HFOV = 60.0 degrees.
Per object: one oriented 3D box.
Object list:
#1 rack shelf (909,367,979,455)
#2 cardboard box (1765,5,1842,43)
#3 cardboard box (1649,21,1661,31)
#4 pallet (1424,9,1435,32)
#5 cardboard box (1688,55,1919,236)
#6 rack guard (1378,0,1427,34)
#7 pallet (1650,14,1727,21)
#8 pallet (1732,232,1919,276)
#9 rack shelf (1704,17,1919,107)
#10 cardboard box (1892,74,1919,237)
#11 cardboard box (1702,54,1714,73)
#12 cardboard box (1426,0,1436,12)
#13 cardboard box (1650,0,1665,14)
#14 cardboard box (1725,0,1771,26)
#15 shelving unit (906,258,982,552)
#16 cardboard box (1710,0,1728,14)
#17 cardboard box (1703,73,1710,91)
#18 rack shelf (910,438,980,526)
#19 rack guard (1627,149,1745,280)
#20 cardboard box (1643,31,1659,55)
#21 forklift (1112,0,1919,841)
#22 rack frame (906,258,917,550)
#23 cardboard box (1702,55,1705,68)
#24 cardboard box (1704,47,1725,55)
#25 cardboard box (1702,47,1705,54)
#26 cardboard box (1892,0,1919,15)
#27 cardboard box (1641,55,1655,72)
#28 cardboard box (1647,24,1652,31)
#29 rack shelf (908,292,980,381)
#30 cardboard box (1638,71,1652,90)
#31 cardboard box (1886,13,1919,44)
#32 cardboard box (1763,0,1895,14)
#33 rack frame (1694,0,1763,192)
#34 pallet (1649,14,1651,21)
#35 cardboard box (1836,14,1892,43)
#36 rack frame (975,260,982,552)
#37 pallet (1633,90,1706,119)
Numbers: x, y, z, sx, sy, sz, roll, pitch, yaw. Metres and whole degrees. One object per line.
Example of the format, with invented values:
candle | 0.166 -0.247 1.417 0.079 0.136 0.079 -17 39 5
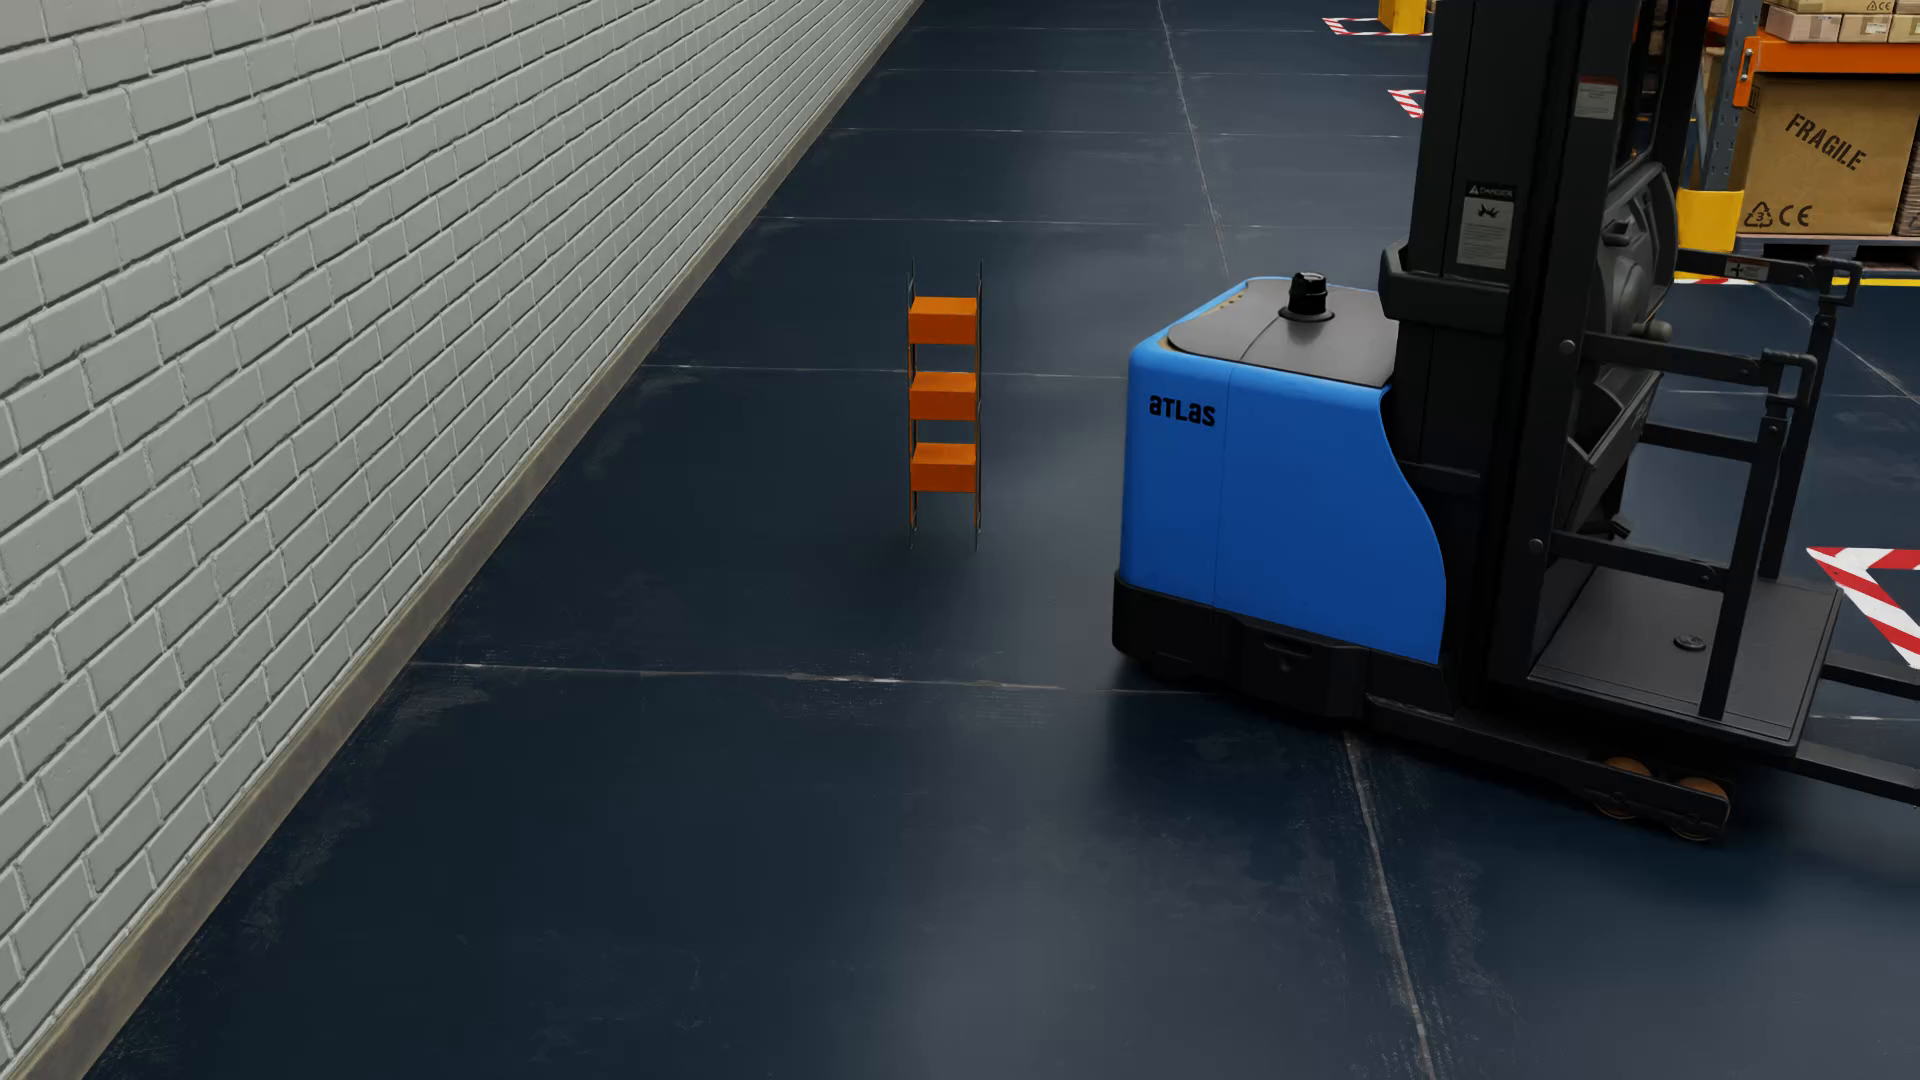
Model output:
rack shelf | -0.053 -0.469 6.039 0.240 0.259 0.215 2 25 4
cardboard box | 4.617 -2.829 9.111 0.250 0.149 0.380 2 25 5
cardboard box | 6.083 -4.389 14.396 0.250 0.149 0.380 1 25 2
pallet | 5.850 -5.963 18.957 1.213 0.211 1.003 2 25 4
cardboard box | 4.932 -2.331 9.767 0.875 0.875 0.875 2 25 4
rack guard | 5.023 -6.088 18.883 0.348 0.500 1.175 2 25 4
pallet | 8.283 -5.885 18.787 1.213 0.211 1.003 2 25 4
pallet | 5.091 -1.833 9.980 1.213 0.211 1.003 2 25 4
rack shelf | 6.282 -2.702 9.394 4.000 0.370 1.077 2 25 4
cardboard box | 5.840 -2.302 9.703 0.875 0.875 0.875 2 25 4
cardboard box | 6.310 -4.038 13.989 0.250 0.149 0.380 1 25 1
cardboard box | 5.712 -6.270 18.851 0.875 0.438 0.875 1 25 2
cardboard box | 7.524 -6.215 18.731 0.875 0.438 0.875 1 25 2
cardboard box | 4.668 -3.104 9.708 0.250 0.149 0.380 2 25 5
shelving unit | -0.053 -0.479 6.034 0.252 1.050 0.215 2 25 4
cardboard box | 8.417 -6.186 18.669 0.875 0.438 0.875 1 25 3
cardboard box | 6.290 -3.900 14.046 0.250 0.149 0.380 2 25 4
rack shelf | -0.053 -0.217 6.155 0.240 0.259 0.215 2 25 4
rack guard | 4.264 -1.958 9.906 0.348 0.500 1.175 2 25 4
cardboard box | 5.790 -4.144 13.864 0.250 0.149 0.380 2 25 4
forklift | 2.012 -0.774 4.426 3.031 2.935 1.130 15 28 29
rack frame | -0.175 -0.483 6.043 0.008 1.050 0.200 2 25 4
cardboard box | 6.038 -4.007 13.922 0.250 0.149 0.380 3 25 6
cardboard box | 6.320 -4.158 13.894 0.250 0.149 0.380 3 25 6
cardboard box | 6.044 -4.170 13.921 0.250 0.149 0.380 1 25 1
cardboard box | 5.265 -3.018 9.043 0.500 0.250 0.500 2 25 3
cardboard box | 5.791 -4.060 14.038 0.250 0.149 0.380 2 25 5
cardboard box | 5.830 -4.424 14.472 0.250 0.149 0.380 1 25 3
rack shelf | -0.053 -0.727 5.920 0.240 0.259 0.215 2 25 4
cardboard box | 5.782 -3.923 14.095 0.250 0.149 0.380 2 25 5
cardboard box | 5.128 -2.814 9.077 0.250 0.149 0.380 1 25 3
cardboard box | 4.746 -3.032 9.073 0.500 0.250 0.500 1 25 3
rack frame | 4.288 -3.092 9.382 0.127 3.000 1.000 2 25 4
pallet | 7.063 -5.923 18.869 1.213 0.211 1.003 2 25 4
cardboard box | 4.873 -2.822 9.095 0.250 0.149 0.380 1 25 3
rack frame | 0.068 -0.475 6.026 0.008 1.050 0.200 2 25 4
pallet | 5.652 -3.847 14.357 1.213 0.211 1.003 2 25 4
